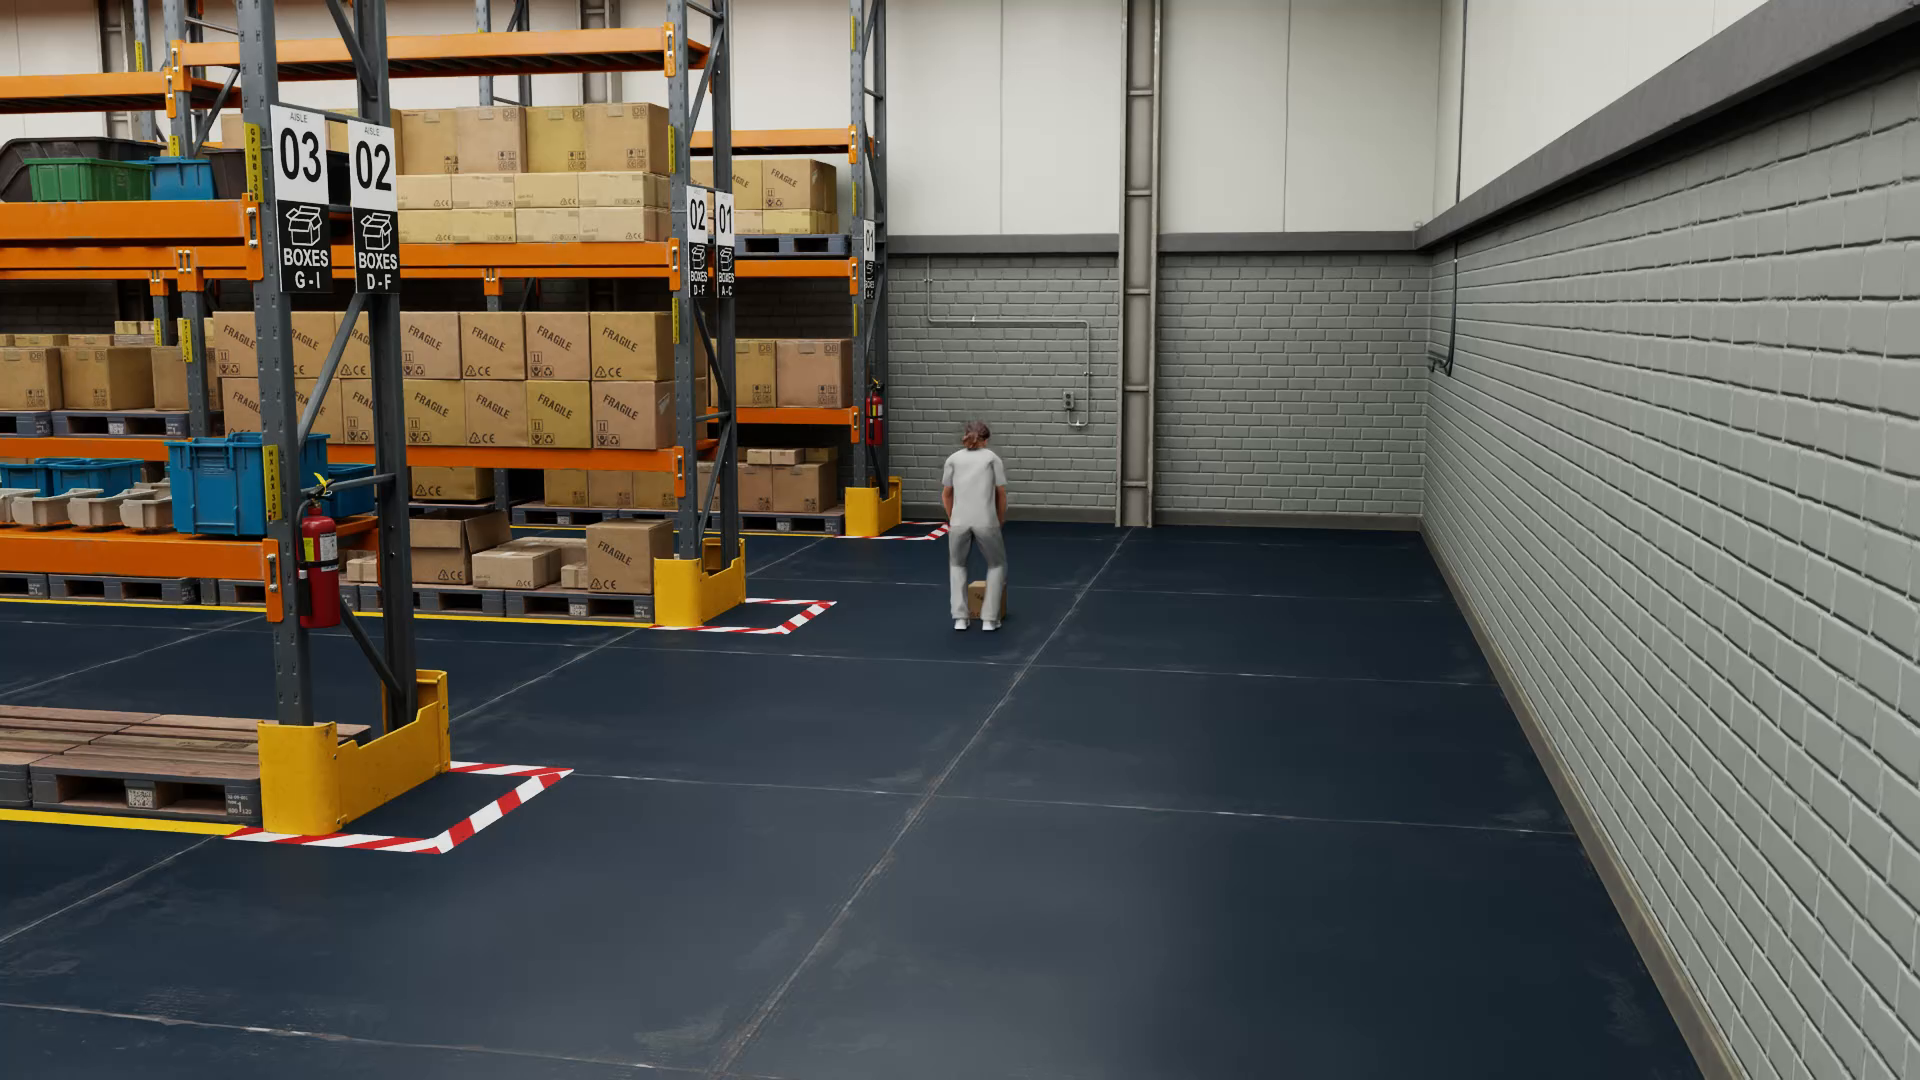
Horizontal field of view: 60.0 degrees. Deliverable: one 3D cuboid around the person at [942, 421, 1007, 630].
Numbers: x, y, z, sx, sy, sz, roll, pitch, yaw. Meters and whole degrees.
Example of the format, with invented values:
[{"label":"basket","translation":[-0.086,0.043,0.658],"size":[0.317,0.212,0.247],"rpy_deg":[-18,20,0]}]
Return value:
[{"label":"person","translation":[0.097,-0.011,12.179],"size":[0.483,1.326,0.532],"rpy_deg":[2,8,12]}]
